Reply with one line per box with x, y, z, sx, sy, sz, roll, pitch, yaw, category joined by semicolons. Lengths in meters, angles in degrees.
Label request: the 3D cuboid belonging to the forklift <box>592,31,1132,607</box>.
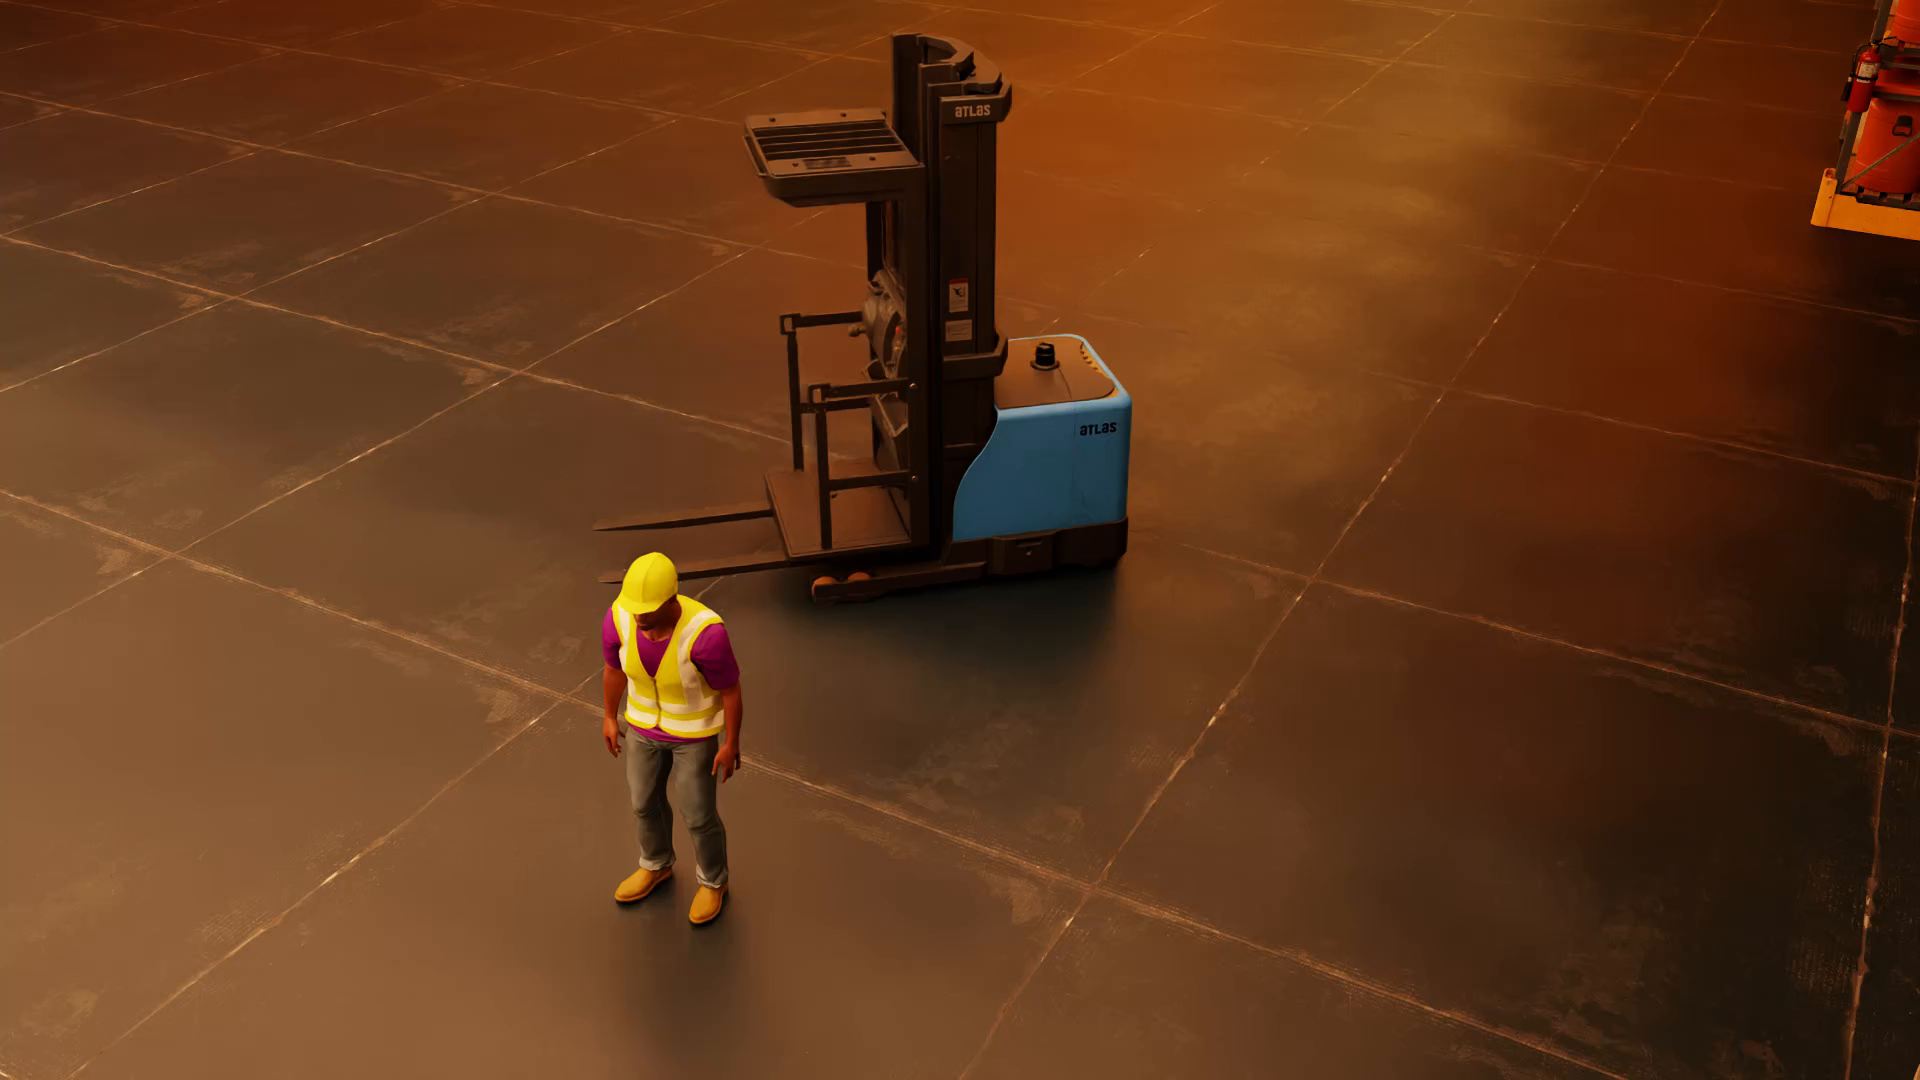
-0.600;-1.186;9.126;3.031;2.935;1.130;-7;31;-12;forklift

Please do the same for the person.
-1.198;0.793;6.873;0.626;1.759;0.463;10;32;17;person
